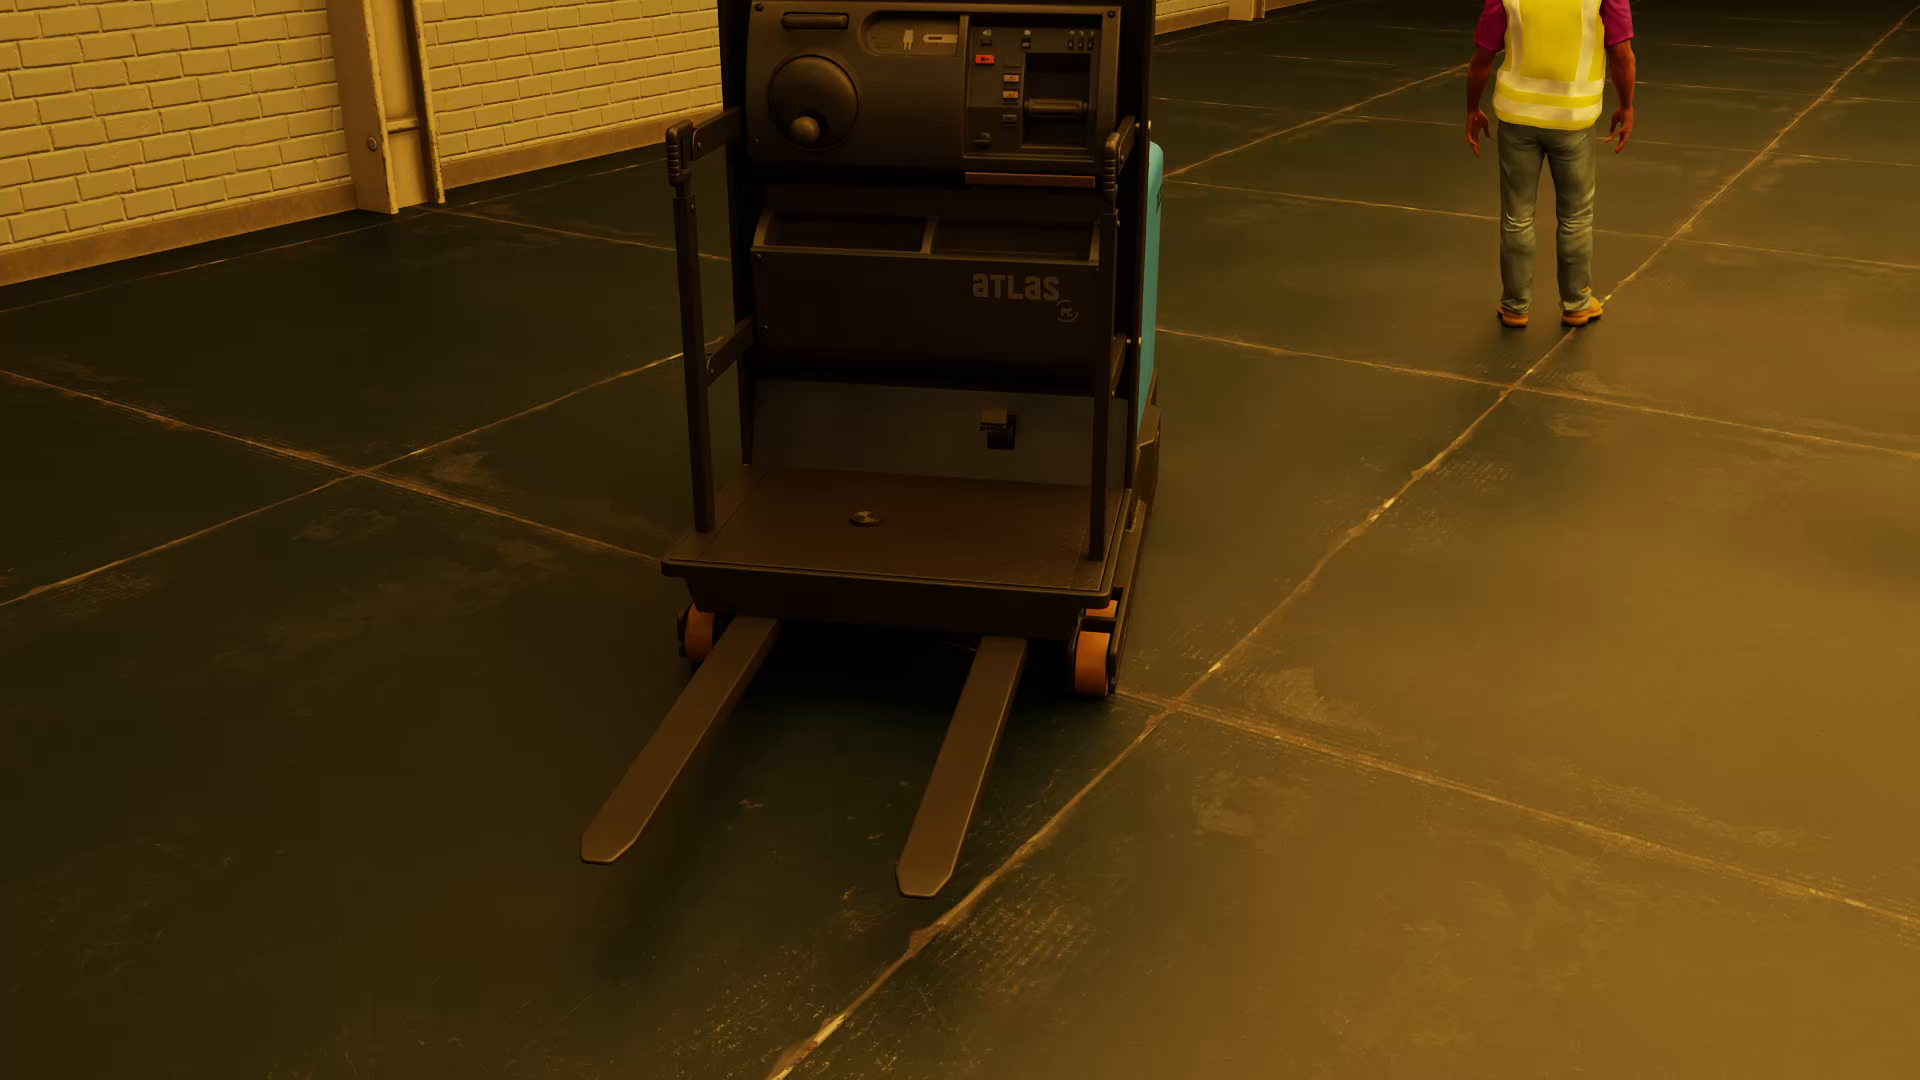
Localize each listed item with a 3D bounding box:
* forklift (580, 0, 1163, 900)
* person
[{"bbox_3d":[-0.108,-1.111,3.912,1.130,2.935,3.031,4,24,9],"label":"forklift"},{"bbox_3d":[2.452,-1.776,6.923,0.665,1.765,0.577,10,25,22],"label":"person"}]
